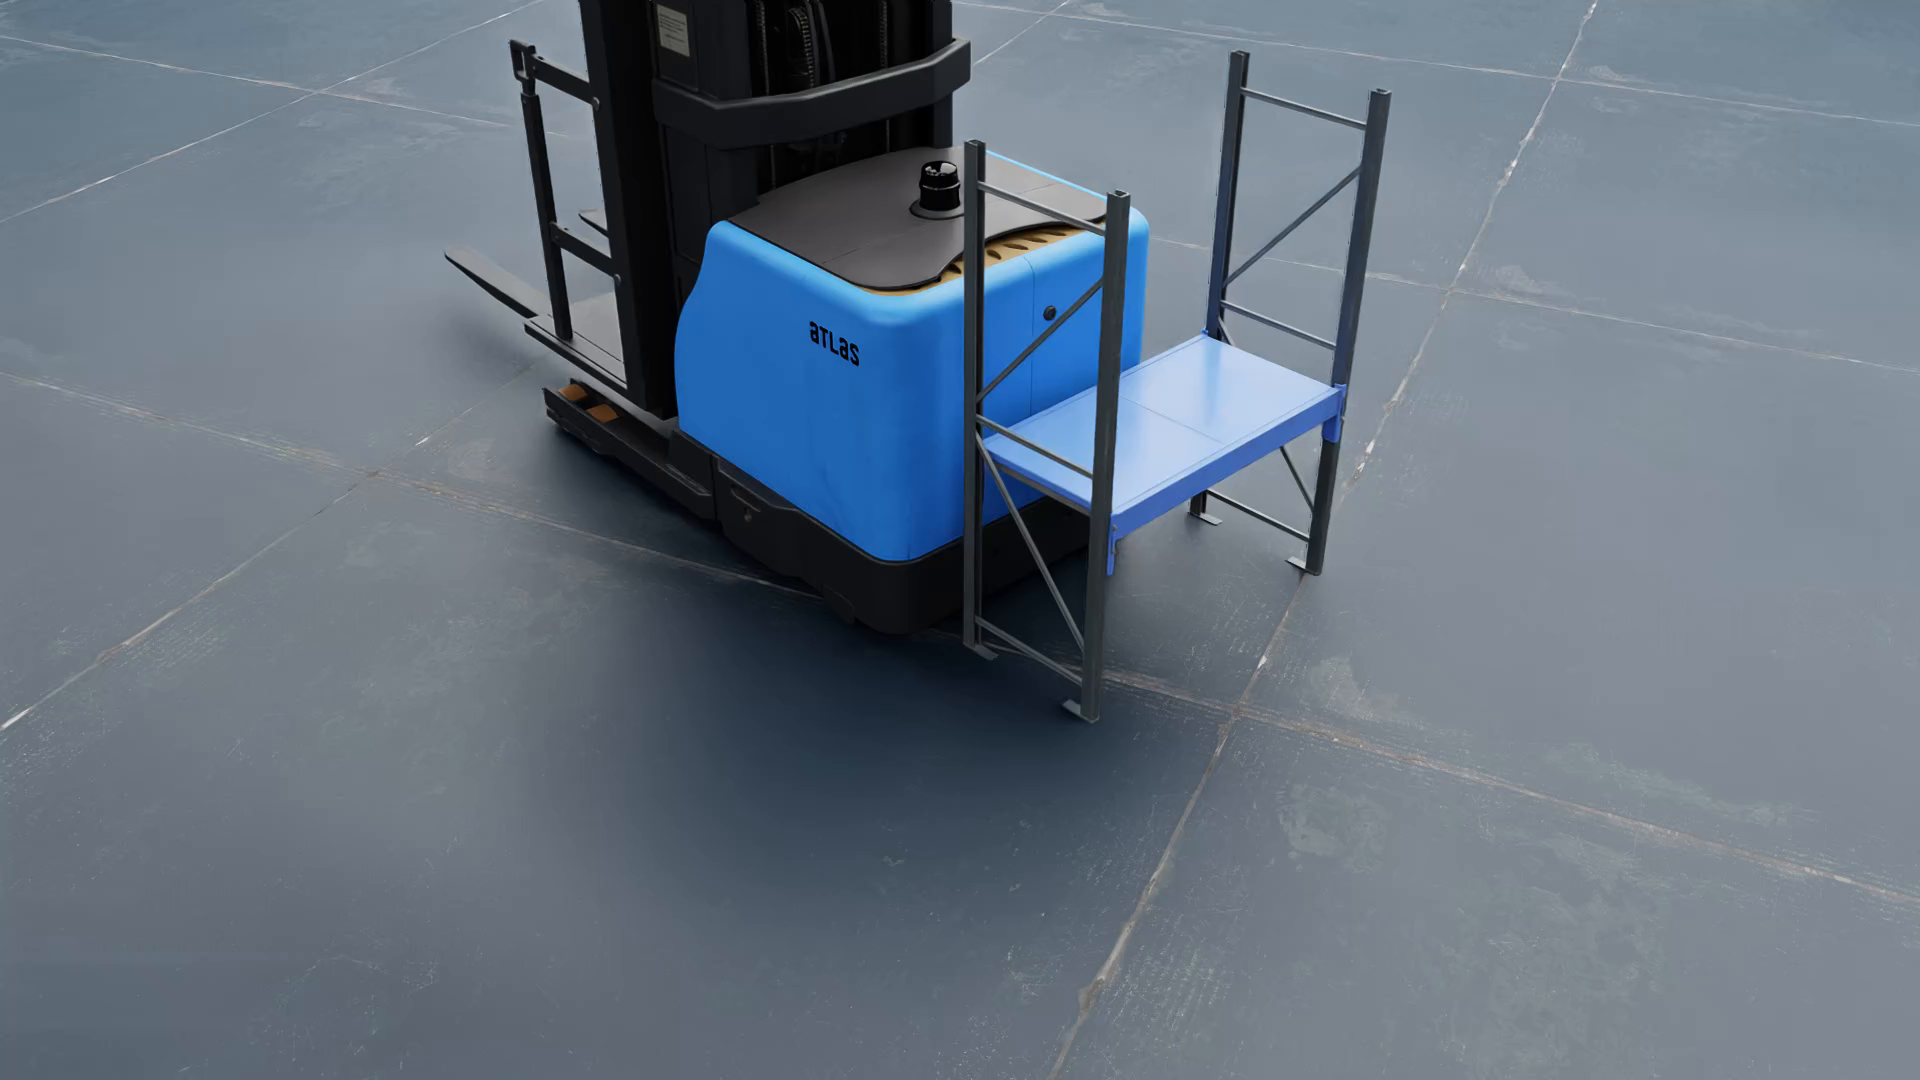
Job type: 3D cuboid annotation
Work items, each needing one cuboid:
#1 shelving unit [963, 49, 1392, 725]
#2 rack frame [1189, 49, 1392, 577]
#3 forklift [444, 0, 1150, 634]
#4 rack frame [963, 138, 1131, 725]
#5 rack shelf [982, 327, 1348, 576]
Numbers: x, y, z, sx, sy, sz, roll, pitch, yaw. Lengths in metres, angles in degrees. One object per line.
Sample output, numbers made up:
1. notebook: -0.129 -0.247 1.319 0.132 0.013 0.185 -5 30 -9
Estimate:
1. shelving unit: 0.560 -0.426 4.531 1.048 1.500 0.538 -28 42 -35
2. rack frame: 0.926 -0.619 4.826 0.032 1.500 0.500 -28 42 -35
3. forklift: -0.796 -1.686 5.148 1.130 2.935 3.031 -26 41 -34
4. rack frame: 0.194 -0.232 4.236 0.032 1.500 0.500 -28 42 -35
5. rack shelf: 0.560 -0.275 4.630 1.000 0.185 0.538 -28 42 -35
